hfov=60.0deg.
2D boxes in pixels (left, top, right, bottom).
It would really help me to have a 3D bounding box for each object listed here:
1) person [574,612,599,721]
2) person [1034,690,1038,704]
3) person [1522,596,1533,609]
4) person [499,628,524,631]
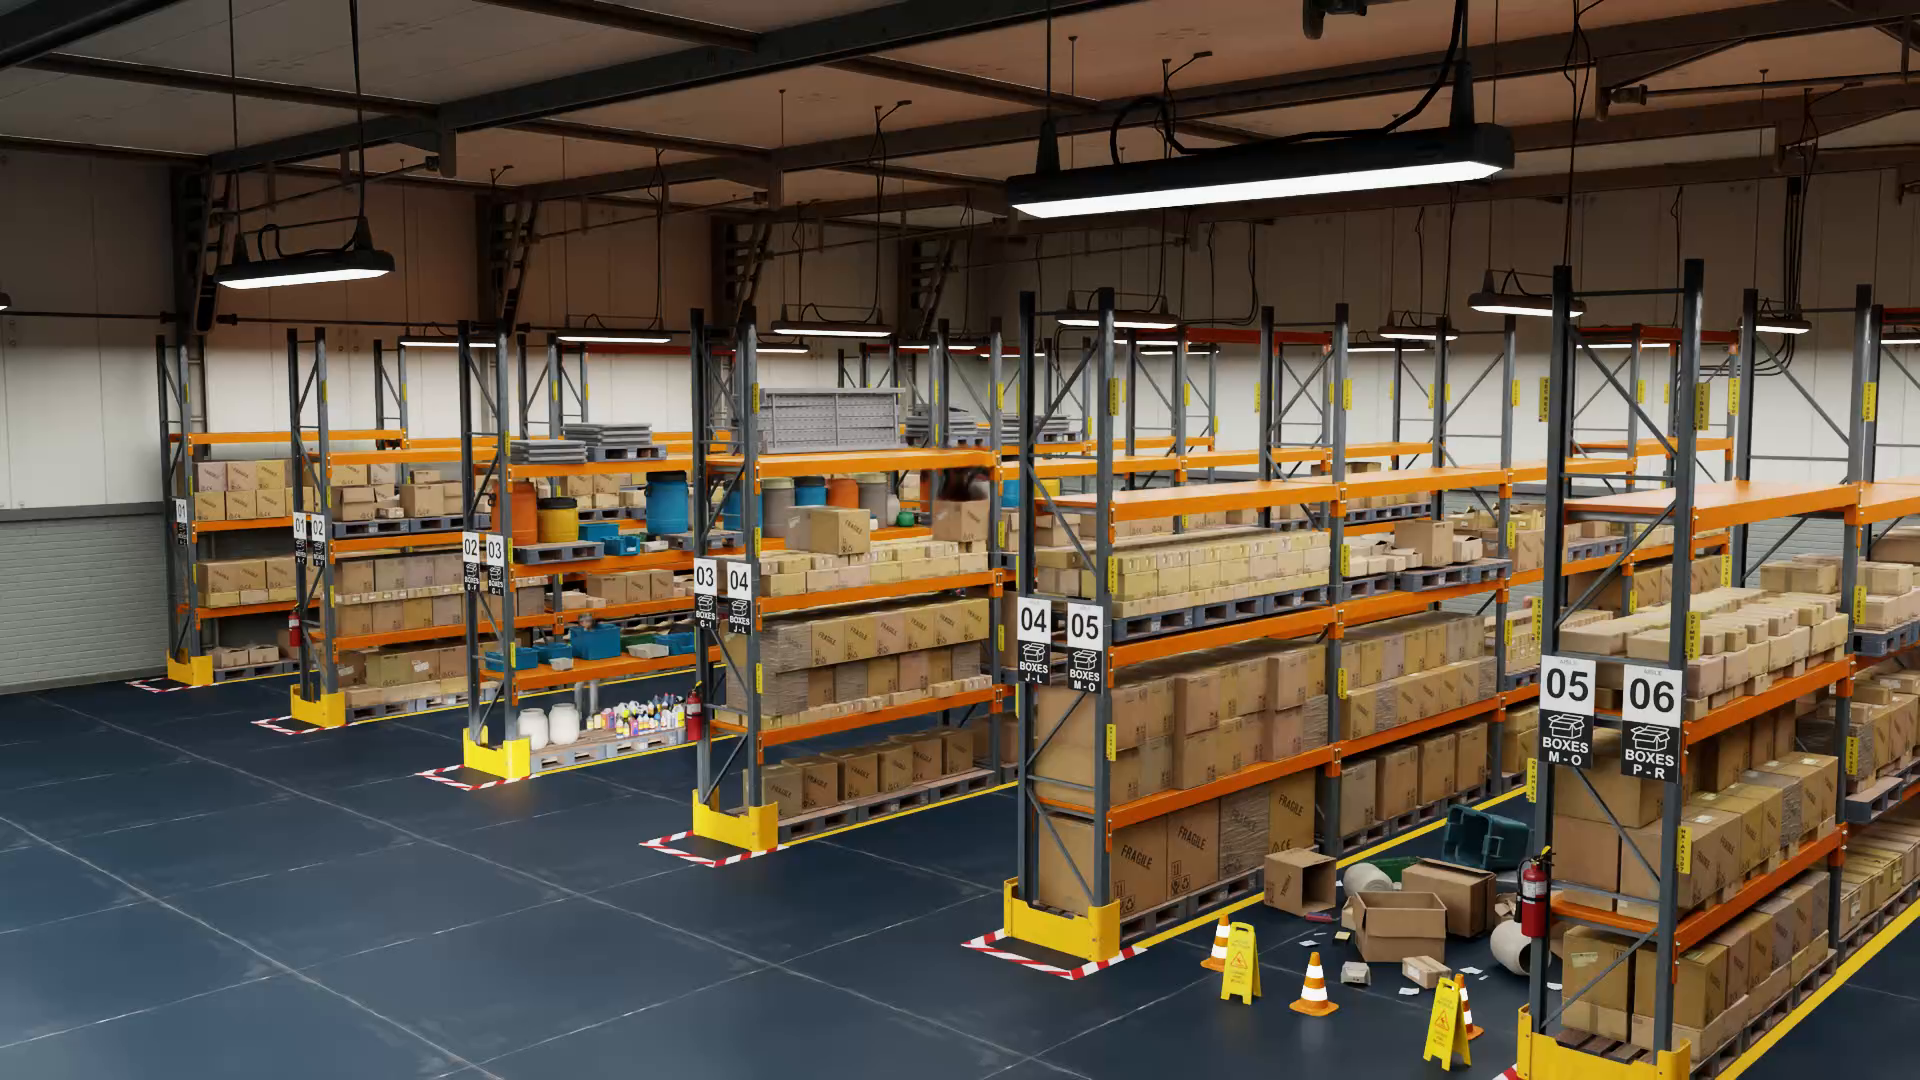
[{"bbox_3d":[-5.709,1.976,25.532,0.510,1.758,0.355,0,5,-1],"label":"person"},{"bbox_3d":[1.232,1.977,24.899,0.365,1.675,0.550,5,8,45],"label":"person"},{"bbox_3d":[9.212,1.794,27.211,0.445,1.783,0.583,1,6,14],"label":"person"},{"bbox_3d":[-8.000,1.493,29.682,0.506,1.777,0.620,3,6,31],"label":"person"}]
